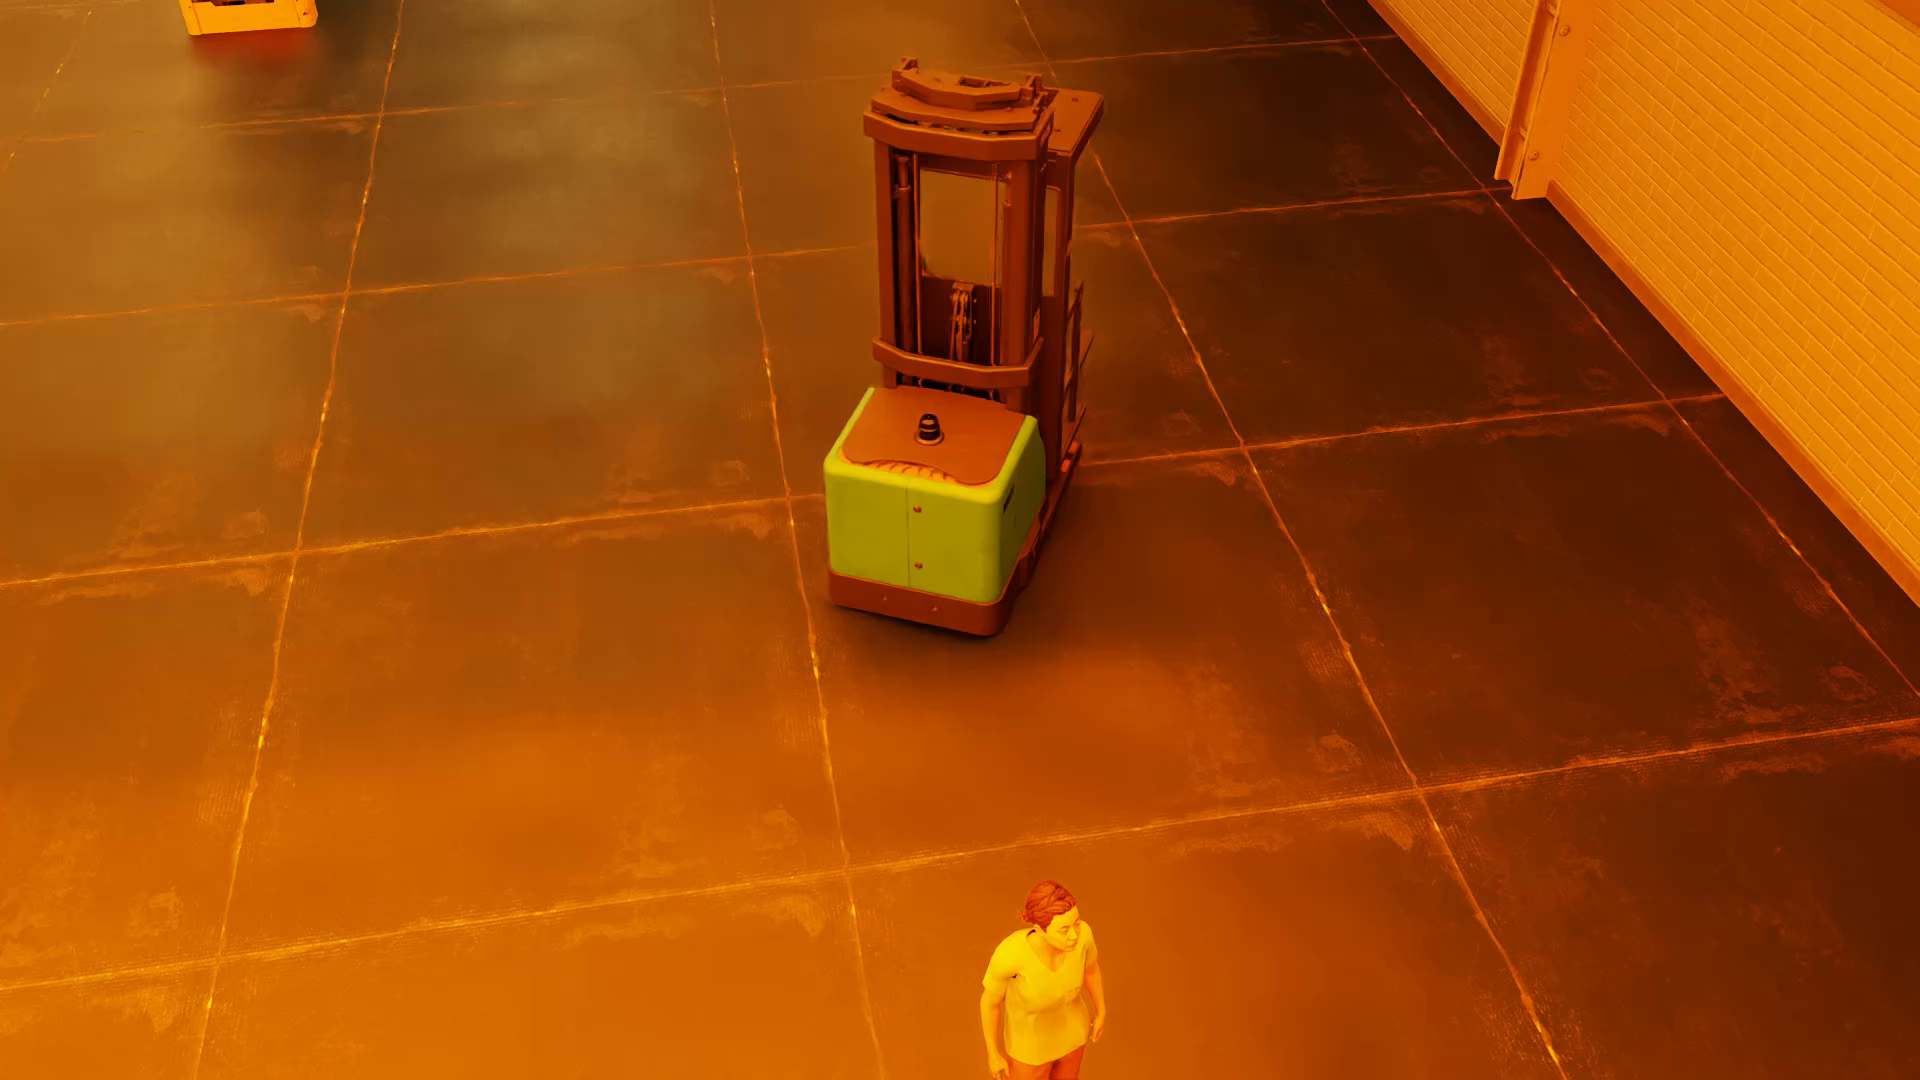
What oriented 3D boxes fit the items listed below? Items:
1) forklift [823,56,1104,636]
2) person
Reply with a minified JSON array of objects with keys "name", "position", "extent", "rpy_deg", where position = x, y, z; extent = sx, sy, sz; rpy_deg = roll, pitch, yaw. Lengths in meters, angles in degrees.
[{"name":"forklift","position":[0.159,-1.536,9.764],"extent":[1.130,2.935,3.031],"rpy_deg":[11,42,13]},{"name":"person","position":[0.365,2.013,6.547],"extent":[0.554,1.673,0.548],"rpy_deg":[-18,44,-20]}]
